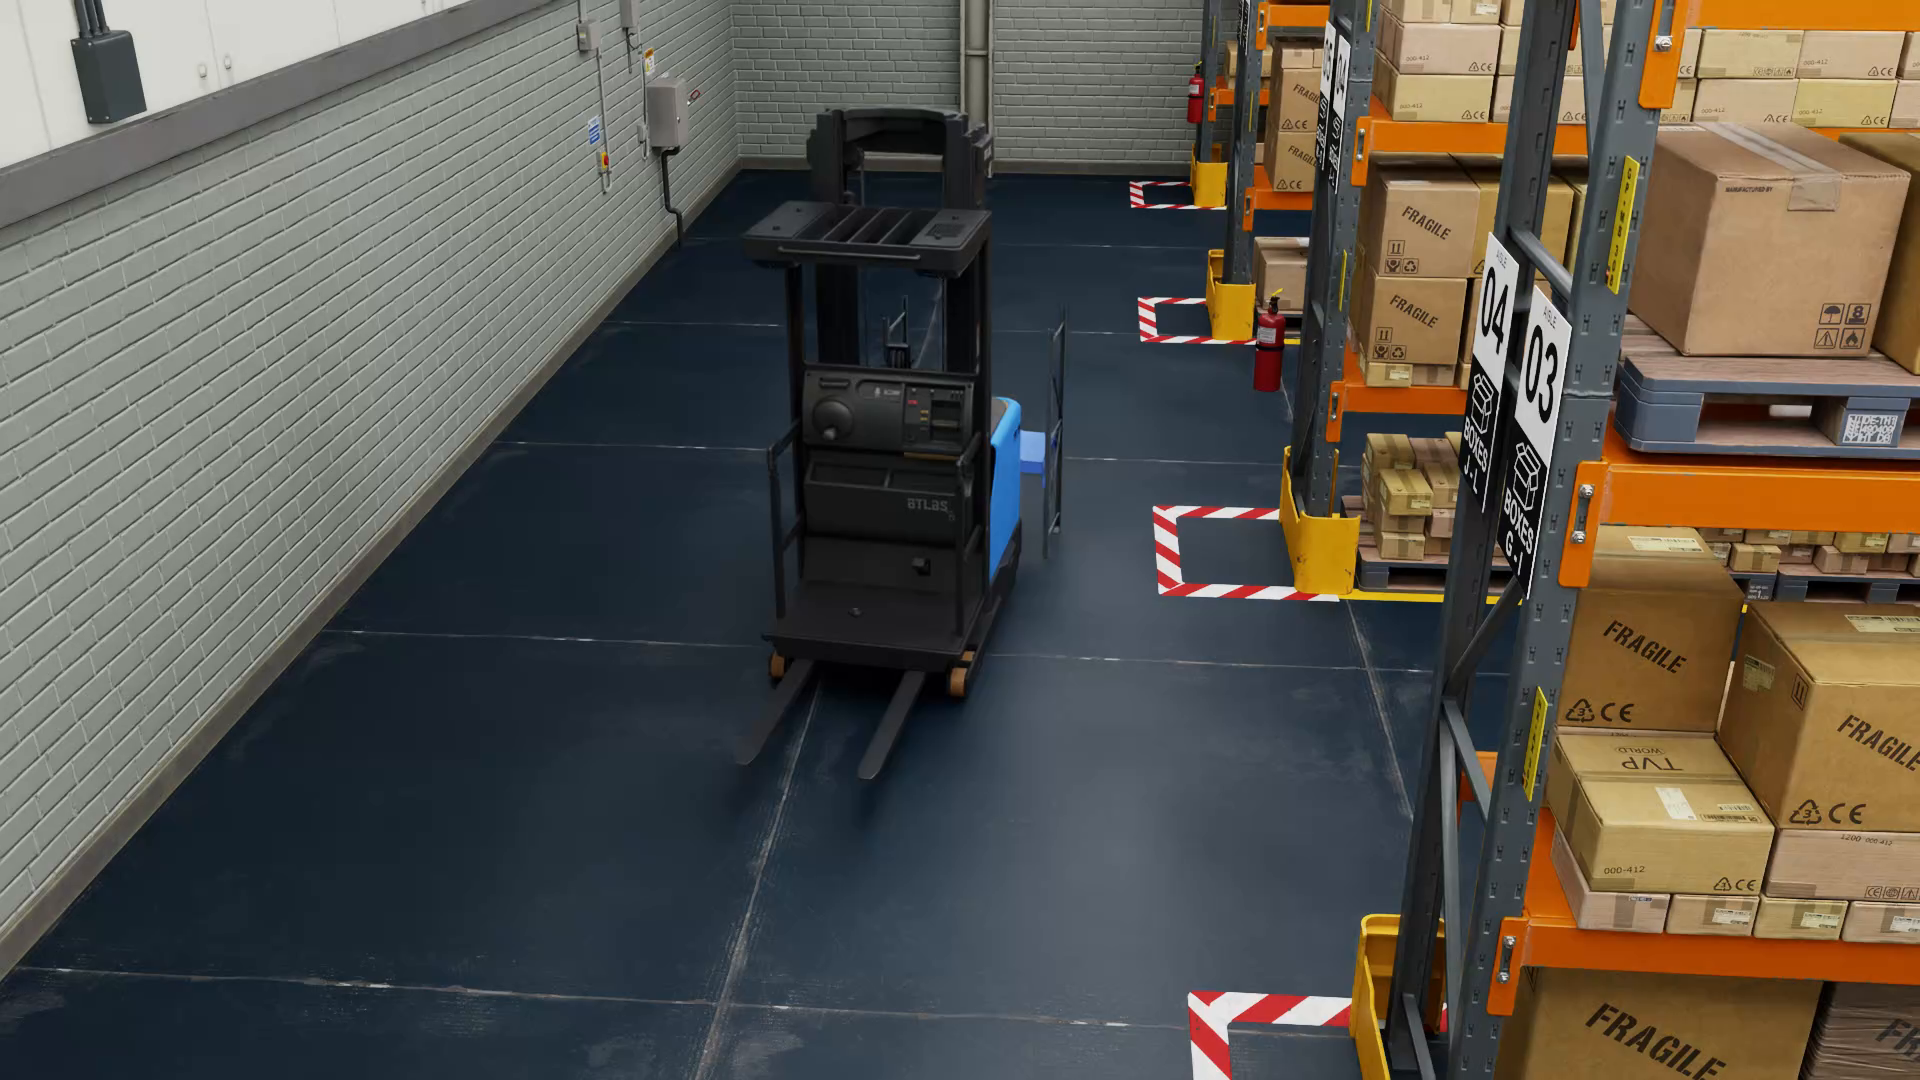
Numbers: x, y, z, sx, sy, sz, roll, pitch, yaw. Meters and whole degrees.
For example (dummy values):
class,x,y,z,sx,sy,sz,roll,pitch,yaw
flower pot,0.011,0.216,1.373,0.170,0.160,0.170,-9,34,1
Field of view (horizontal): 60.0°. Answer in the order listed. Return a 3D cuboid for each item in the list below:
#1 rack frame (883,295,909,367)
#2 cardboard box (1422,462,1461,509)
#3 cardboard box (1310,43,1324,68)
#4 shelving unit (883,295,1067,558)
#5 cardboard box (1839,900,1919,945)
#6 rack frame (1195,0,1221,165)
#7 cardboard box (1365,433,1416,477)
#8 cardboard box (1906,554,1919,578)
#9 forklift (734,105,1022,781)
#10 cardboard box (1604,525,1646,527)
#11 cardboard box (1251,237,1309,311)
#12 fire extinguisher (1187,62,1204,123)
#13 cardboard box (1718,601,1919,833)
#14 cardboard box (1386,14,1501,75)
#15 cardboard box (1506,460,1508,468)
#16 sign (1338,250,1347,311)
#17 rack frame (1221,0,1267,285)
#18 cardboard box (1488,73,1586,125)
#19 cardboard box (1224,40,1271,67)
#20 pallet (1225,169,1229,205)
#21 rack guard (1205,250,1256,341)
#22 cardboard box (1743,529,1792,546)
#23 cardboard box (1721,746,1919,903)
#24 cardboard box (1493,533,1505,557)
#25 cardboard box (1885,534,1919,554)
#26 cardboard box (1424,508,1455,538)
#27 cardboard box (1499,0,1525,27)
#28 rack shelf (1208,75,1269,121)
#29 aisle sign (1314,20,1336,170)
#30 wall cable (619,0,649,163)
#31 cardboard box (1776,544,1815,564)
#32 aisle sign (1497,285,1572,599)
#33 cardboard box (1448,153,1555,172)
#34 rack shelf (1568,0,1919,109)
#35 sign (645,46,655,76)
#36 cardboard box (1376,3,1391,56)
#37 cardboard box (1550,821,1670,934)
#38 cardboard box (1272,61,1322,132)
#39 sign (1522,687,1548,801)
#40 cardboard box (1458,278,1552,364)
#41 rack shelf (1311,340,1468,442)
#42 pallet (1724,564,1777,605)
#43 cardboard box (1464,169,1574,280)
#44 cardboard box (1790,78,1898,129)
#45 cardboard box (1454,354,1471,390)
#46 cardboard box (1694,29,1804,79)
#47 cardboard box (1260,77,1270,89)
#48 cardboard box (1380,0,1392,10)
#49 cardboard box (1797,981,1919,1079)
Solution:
class,x,y,z,sx,sy,sz,roll,pitch,yaw
rack frame,-0.398,-0.766,10.620,0.032,1.500,0.500,6,25,12
cardboard box,2.953,-0.330,10.074,0.250,0.149,0.380,2,25,5
cardboard box,3.050,-4.036,13.841,0.250,0.149,0.380,2,25,5
shelving unit,0.097,-0.718,10.515,1.048,1.500,0.538,6,25,12
cardboard box,2.792,1.070,5.137,0.250,0.149,0.380,1,25,3
rack frame,2.827,-5.416,18.932,0.127,3.000,1.000,2,25,4
cardboard box,2.720,-0.535,10.522,0.250,0.149,0.380,2,25,5
cardboard box,5.744,0.081,9.894,0.250,0.149,0.380,2,25,5
forklift,-0.428,-0.655,8.668,1.130,2.935,3.031,5,25,11
cardboard box,3.988,-0.171,10.085,0.250,0.149,0.380,3,25,7
cardboard box,3.117,-2.395,14.928,0.875,0.438,0.875,1,25,2
fire extinguisher,2.645,-5.024,18.618,0.183,0.674,0.296,2,25,4
cardboard box,2.649,0.519,4.959,0.500,0.500,0.500,1,25,3
cardboard box,2.600,-2.680,8.978,0.500,0.250,0.500,2,25,5
cardboard box,3.487,-0.513,10.474,0.250,0.149,0.380,1,25,2
sign,2.131,-1.448,9.273,0.005,0.325,0.100,2,25,4
rack frame,2.451,-3.347,14.436,0.127,3.000,1.000,2,25,4
cardboard box,3.125,-2.436,9.046,0.500,0.250,0.500,3,25,6
cardboard box,3.306,-5.579,19.109,0.500,0.250,0.500,3,25,6
pallet,3.698,-4.122,19.455,1.213,0.211,1.003,2,25,4
rack guard,2.427,-2.212,14.960,0.348,0.500,1.175,2,25,4
cardboard box,4.785,-0.115,9.963,0.250,0.149,0.380,2,25,5
cardboard box,2.669,0.858,5.121,0.500,0.250,0.500,2,25,3
cardboard box,3.186,-0.047,10.172,0.250,0.149,0.380,2,25,5
cardboard box,5.552,-0.065,9.854,0.250,0.149,0.380,1,25,1
cardboard box,2.944,-0.156,10.052,0.250,0.149,0.380,2,25,4
cardboard box,2.996,-2.824,8.814,0.250,0.149,0.380,2,25,4
rack shelf,4.821,-5.025,18.943,4.000,0.370,1.077,2,25,4
aisle sign,2.123,-2.589,9.678,0.004,0.787,0.394,2,25,4
wall cable,-3.076,-4.571,15.880,0.122,1.984,0.588,2,25,4
cardboard box,4.969,-0.003,10.076,0.250,0.149,0.380,1,25,3
aisle sign,1.597,-0.275,4.649,0.004,0.787,0.394,2,25,4
cardboard box,3.153,-1.988,9.811,0.500,0.500,0.500,1,25,2
rack shelf,3.686,-1.370,4.300,4.000,0.370,1.077,2,25,4
sign,-3.078,-4.747,16.491,0.001,0.242,0.339,2,25,4
cardboard box,2.651,-2.894,9.443,0.500,0.250,0.500,1,25,2
cardboard box,2.021,1.046,5.188,0.250,0.149,0.380,2,25,5
cardboard box,2.908,-3.713,13.914,0.500,0.500,0.500,1,25,3
sign,1.644,0.585,4.760,0.005,0.325,0.100,2,25,4
cardboard box,3.135,-1.325,9.566,0.500,0.500,0.500,2,25,4
rack shelf,4.167,-0.890,9.956,4.000,0.370,1.077,2,25,4
pallet,4.269,0.069,10.347,1.213,0.211,1.003,2,25,4
cardboard box,3.104,-1.777,9.352,0.500,0.500,0.500,3,25,6
cardboard box,4.648,-2.387,8.941,0.500,0.250,0.500,2,25,3
cardboard box,2.992,-0.998,9.631,0.250,0.149,0.380,1,25,2
cardboard box,4.118,-2.627,8.864,0.500,0.250,0.500,1,25,2
cardboard box,3.391,-5.188,18.737,0.250,0.149,0.380,2,25,5
cardboard box,2.527,-3.095,9.405,0.250,0.149,0.380,2,25,4
cardboard box,3.244,1.574,5.780,0.875,0.875,0.875,2,25,4
